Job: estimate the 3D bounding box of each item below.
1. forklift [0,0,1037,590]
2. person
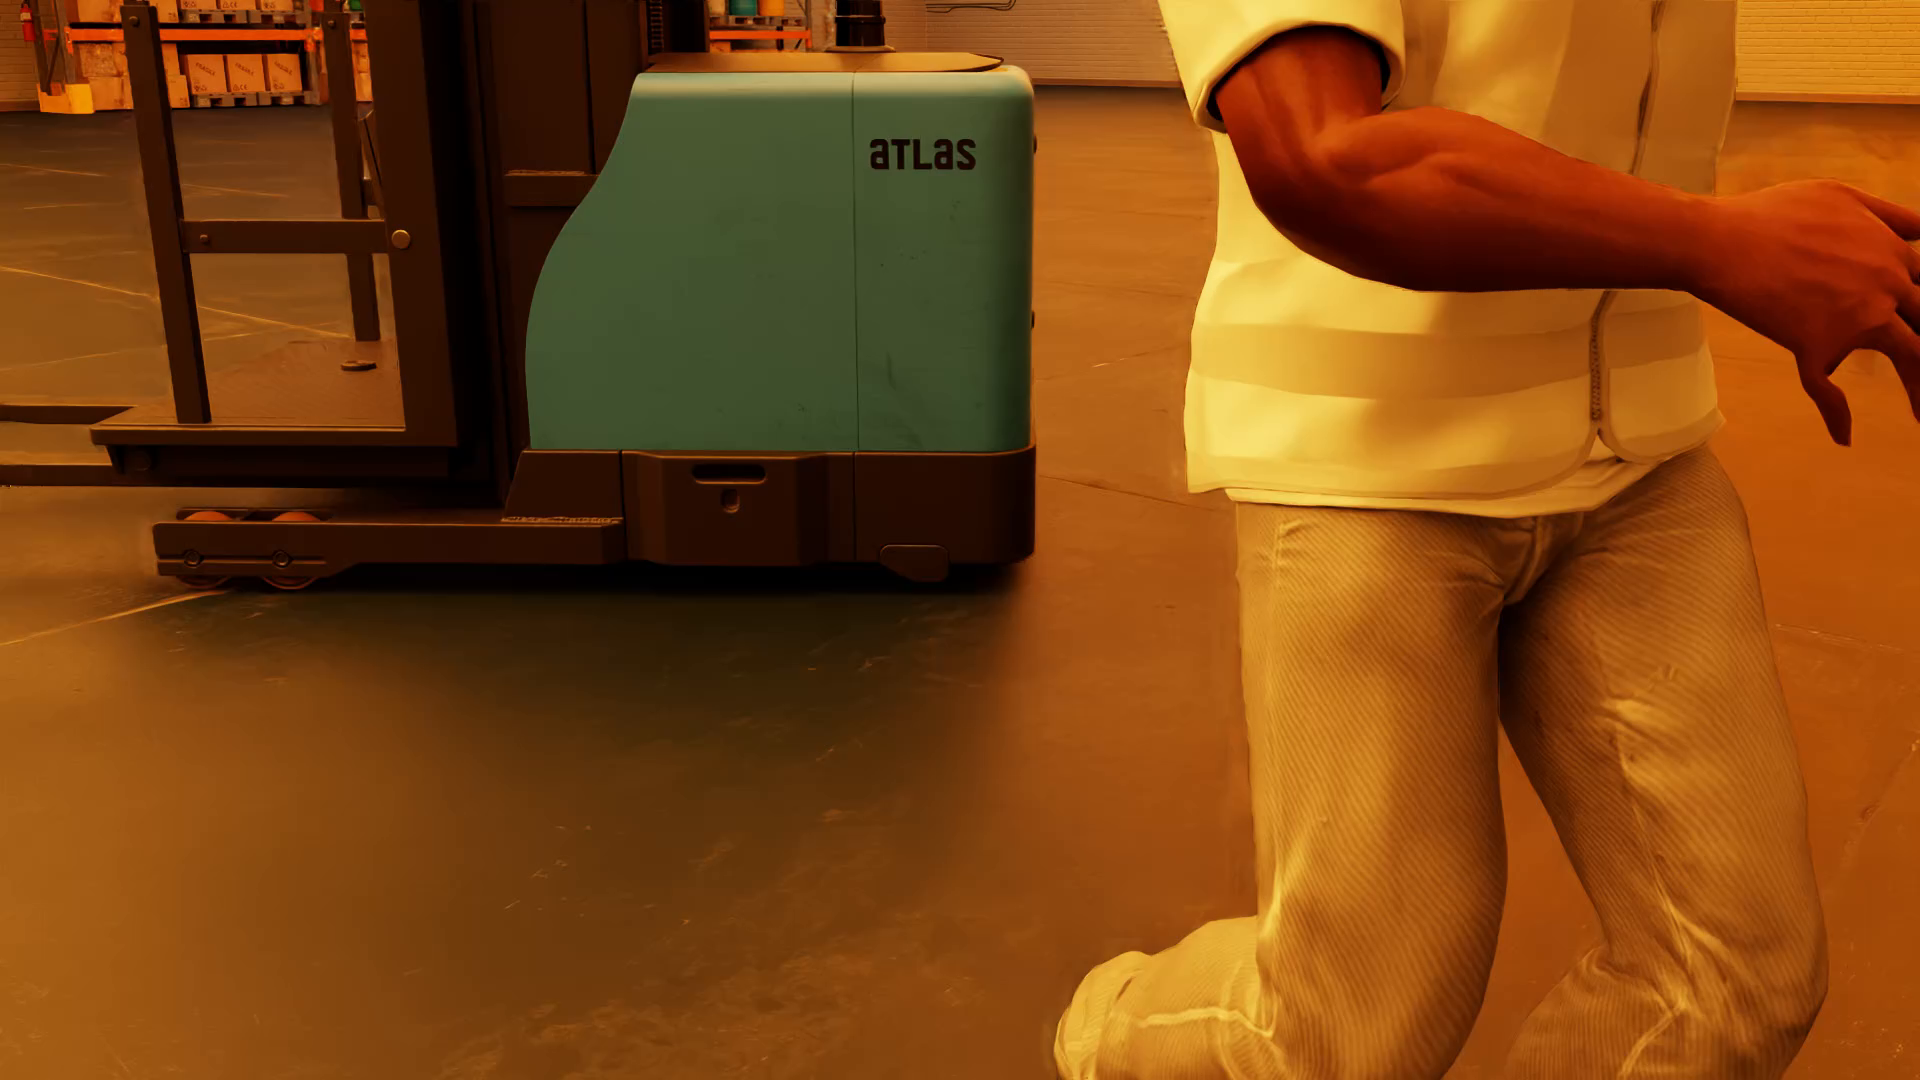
[{"bbox_3d":[-1.339,-1.447,3.664,3.031,2.935,1.130,1,17,2],"label":"forklift"},{"bbox_3d":[0.392,-0.078,1.319,0.654,1.690,0.790,-8,19,-25],"label":"person"}]
